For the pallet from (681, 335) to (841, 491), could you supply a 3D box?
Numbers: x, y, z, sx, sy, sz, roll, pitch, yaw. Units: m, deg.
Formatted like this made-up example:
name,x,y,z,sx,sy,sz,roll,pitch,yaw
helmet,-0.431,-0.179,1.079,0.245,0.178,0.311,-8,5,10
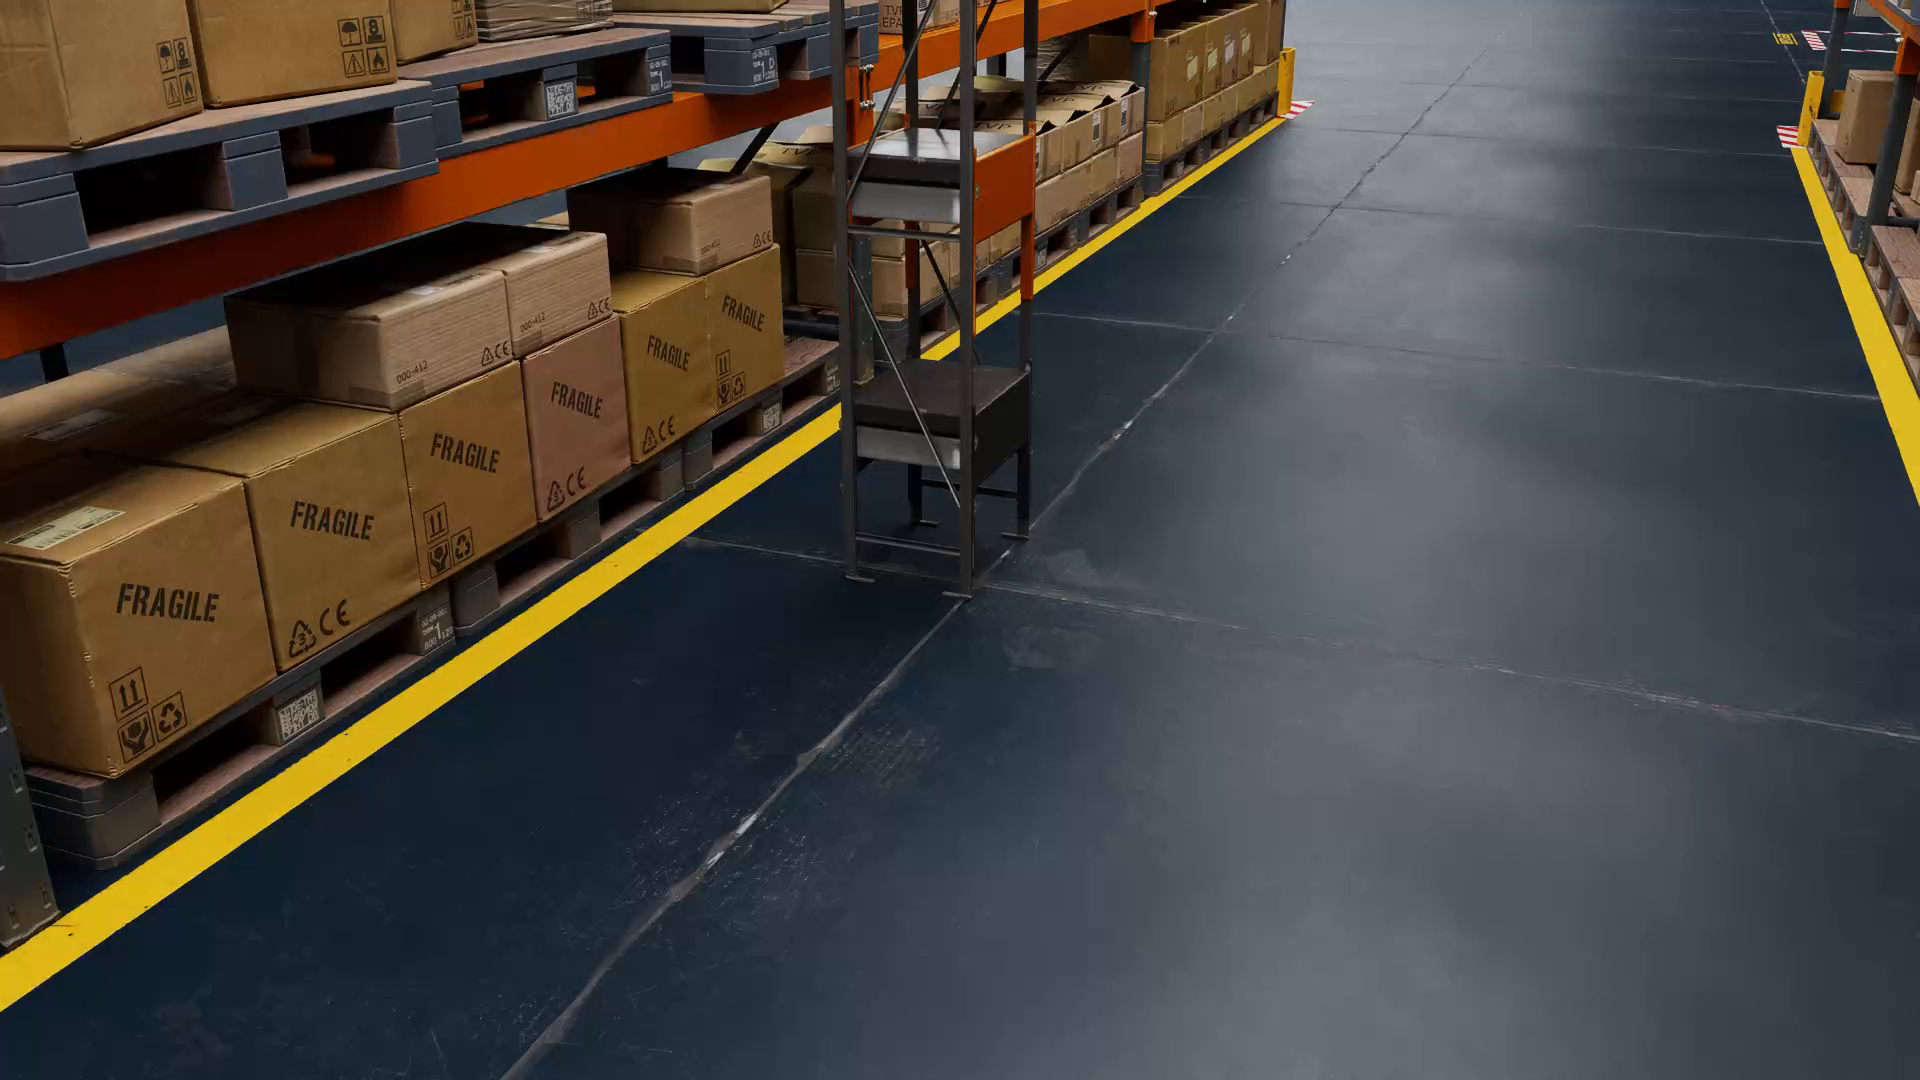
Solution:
name,x,y,z,sx,sy,sz,roll,pitch,yaw
pallet,-1.150,-0.544,6.279,1.003,0.211,1.213,9,24,20

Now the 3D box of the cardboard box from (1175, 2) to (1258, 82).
name,x,y,z,sx,sy,sz,roll,pitch,yaw
cardboard box,1.853,-3.632,12.103,0.500,0.500,0.500,9,24,20

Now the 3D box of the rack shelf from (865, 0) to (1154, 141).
name,x,y,z,sx,sy,sz,roll,pitch,yaw
rack shelf,-0.095,-2.476,8.220,1.077,0.370,4.000,9,24,20

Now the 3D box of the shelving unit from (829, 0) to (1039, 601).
name,x,y,z,sx,sy,sz,roll,pitch,yaw
shelving unit,-0.061,-0.910,4.703,0.431,2.100,0.503,9,24,20

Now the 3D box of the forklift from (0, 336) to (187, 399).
name,x,y,z,sx,sy,sz,roll,pitch,yaw
forklift,-3.347,-1.365,4.714,1.130,2.935,3.031,9,24,20

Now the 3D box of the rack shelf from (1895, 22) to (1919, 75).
name,x,y,z,sx,sy,sz,roll,pitch,yaw
rack shelf,4.506,-1.769,6.525,1.077,0.370,4.000,9,24,20

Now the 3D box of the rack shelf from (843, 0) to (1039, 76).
name,x,y,z,sx,sy,sz,roll,pitch,yaw
rack shelf,-0.062,-1.543,4.439,0.431,0.518,0.480,9,24,20

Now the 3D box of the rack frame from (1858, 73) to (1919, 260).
name,x,y,z,sx,sy,sz,roll,pitch,yaw
rack frame,5.249,-2.816,8.100,1.000,3.000,0.127,9,24,20

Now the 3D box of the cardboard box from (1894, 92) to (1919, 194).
name,x,y,z,sx,sy,sz,roll,pitch,yaw
cardboard box,5.597,-2.243,9.400,0.500,0.500,0.500,7,24,16

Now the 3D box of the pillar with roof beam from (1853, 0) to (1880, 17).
name,x,y,z,sx,sy,sz,roll,pitch,yaw
pillar with roof beam,7.738,-11.552,21.231,9.100,9.000,0.400,9,24,20

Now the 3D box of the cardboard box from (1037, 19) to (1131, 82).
name,x,y,z,sx,sy,sz,roll,pitch,yaw
cardboard box,0.814,-3.170,10.996,0.500,0.500,0.500,9,24,20

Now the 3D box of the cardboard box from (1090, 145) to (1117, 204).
name,x,y,z,sx,sy,sz,roll,pitch,yaw
cardboard box,0.573,-2.078,9.357,0.500,0.250,0.500,8,24,19

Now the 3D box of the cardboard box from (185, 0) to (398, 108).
name,x,y,z,sx,sy,sz,roll,pitch,yaw
cardboard box,-1.743,-1.294,3.781,0.700,0.500,0.500,13,26,28

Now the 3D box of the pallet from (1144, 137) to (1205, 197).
name,x,y,z,sx,sy,sz,roll,pitch,yaw
pallet,0.982,-2.516,10.999,1.003,0.211,1.213,9,24,20

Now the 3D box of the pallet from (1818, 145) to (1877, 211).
name,x,y,z,sx,sy,sz,roll,pitch,yaw
pallet,5.917,-2.213,10.274,1.003,0.211,1.213,9,24,20

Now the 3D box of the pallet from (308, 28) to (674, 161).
name,x,y,z,sx,sy,sz,roll,pitch,yaw
pallet,-1.556,-1.307,4.737,1.003,0.211,1.213,9,24,20

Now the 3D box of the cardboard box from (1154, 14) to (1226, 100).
name,x,y,z,sx,sy,sz,roll,pitch,yaw
cardboard box,1.482,-3.274,11.246,0.500,0.500,0.500,9,24,20

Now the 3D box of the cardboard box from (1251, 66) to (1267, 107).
name,x,y,z,sx,sy,sz,roll,pitch,yaw
cardboard box,2.034,-3.466,12.678,0.500,0.250,0.500,9,24,20

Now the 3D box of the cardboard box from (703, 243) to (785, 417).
name,x,y,z,sx,sy,sz,roll,pitch,yaw
cardboard box,-0.967,-0.774,5.883,0.500,0.500,0.500,10,25,22

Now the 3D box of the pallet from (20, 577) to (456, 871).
name,x,y,z,sx,sy,sz,roll,pitch,yaw
pallet,-2.057,0.329,4.189,1.003,0.211,1.213,9,24,20

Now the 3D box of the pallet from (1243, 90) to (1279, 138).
name,x,y,z,sx,sy,sz,roll,pitch,yaw
pallet,1.889,-3.389,13.090,1.003,0.211,1.213,9,24,20

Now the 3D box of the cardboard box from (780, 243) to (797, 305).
name,x,y,z,sx,sy,sz,roll,pitch,yaw
cardboard box,-0.869,-1.241,7.351,0.500,0.250,0.500,9,24,21

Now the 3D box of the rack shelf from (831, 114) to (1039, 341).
name,x,y,z,sx,sy,sz,roll,pitch,yaw
rack shelf,-0.061,-0.897,4.709,0.431,0.518,0.480,9,24,20

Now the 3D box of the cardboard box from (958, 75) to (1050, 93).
name,x,y,z,sx,sy,sz,roll,pitch,yaw
cardboard box,0.263,-2.596,9.867,0.500,0.311,0.500,9,24,20

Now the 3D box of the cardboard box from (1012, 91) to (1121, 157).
name,x,y,z,sx,sy,sz,roll,pitch,yaw
cardboard box,0.576,-2.335,9.243,0.500,0.311,0.500,9,24,22

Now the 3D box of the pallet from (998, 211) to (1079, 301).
name,x,y,z,sx,sy,sz,roll,pitch,yaw
pallet,-0.041,-1.530,8.639,1.003,0.211,1.213,9,24,20

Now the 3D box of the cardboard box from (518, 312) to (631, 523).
name,x,y,z,sx,sy,sz,roll,pitch,yaw
cardboard box,-1.349,-0.400,4.988,0.500,0.500,0.500,8,24,18

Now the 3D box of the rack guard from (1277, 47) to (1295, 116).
name,x,y,z,sx,sy,sz,roll,pitch,yaw
rack guard,2.143,-3.811,13.724,1.175,0.500,0.348,9,24,20

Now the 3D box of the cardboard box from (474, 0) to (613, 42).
name,x,y,z,sx,sy,sz,roll,pitch,yaw
cardboard box,-1.484,-1.791,4.972,0.700,0.500,0.500,14,26,30

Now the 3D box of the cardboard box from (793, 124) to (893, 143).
name,x,y,z,sx,sy,sz,roll,pitch,yaw
cardboard box,-0.495,-1.866,8.121,0.500,0.311,0.500,9,24,20

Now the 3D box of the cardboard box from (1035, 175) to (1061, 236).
name,x,y,z,sx,sy,sz,roll,pitch,yaw
cardboard box,0.194,-1.713,8.483,0.500,0.250,0.500,9,24,21

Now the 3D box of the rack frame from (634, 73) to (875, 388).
name,x,y,z,sx,sy,sz,roll,pitch,yaw
rack frame,-0.838,-2.093,6.368,1.000,3.000,0.127,9,24,20

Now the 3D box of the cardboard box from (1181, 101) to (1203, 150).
name,x,y,z,sx,sy,sz,roll,pitch,yaw
cardboard box,1.292,-2.750,10.964,0.500,0.250,0.500,9,24,20

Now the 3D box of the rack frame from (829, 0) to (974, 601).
name,x,y,z,sx,sy,sz,roll,pitch,yaw
rack frame,-0.152,-0.822,4.494,0.400,2.100,0.015,9,24,20

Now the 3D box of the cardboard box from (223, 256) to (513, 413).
name,x,y,z,sx,sy,sz,roll,pitch,yaw
cardboard box,-1.546,-0.553,4.381,0.500,0.250,0.500,9,24,20

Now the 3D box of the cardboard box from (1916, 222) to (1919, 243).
name,x,y,z,sx,sy,sz,roll,pitch,yaw
cardboard box,4.991,-1.600,7.861,0.700,0.500,0.500,10,25,22

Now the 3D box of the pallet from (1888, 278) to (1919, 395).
name,x,y,z,sx,sy,sz,roll,pitch,yaw
pallet,4.509,-0.813,6.921,1.003,0.211,1.213,9,24,20

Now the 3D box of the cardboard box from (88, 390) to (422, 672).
name,x,y,z,sx,sy,sz,roll,pitch,yaw
cardboard box,-1.730,-0.041,4.130,0.500,0.500,0.500,9,24,21

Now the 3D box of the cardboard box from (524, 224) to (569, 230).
name,x,y,z,sx,sy,sz,roll,pitch,yaw
cardboard box,-1.462,-0.832,6.023,0.500,0.500,0.500,8,24,18

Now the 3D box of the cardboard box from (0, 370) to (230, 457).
name,x,y,z,sx,sy,sz,roll,pitch,yaw
cardboard box,-2.215,-0.104,4.280,0.500,0.500,0.500,9,24,20

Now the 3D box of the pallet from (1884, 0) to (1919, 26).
name,x,y,z,sx,sy,sz,roll,pitch,yaw
pallet,4.830,-2.475,7.532,1.003,0.211,1.213,9,24,20

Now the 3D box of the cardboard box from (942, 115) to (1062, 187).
name,x,y,z,sx,sy,sz,roll,pitch,yaw
cardboard box,0.199,-1.977,8.387,0.500,0.311,0.500,8,24,19

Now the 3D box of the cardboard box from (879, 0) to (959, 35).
name,x,y,z,sx,sy,sz,roll,pitch,yaw
cardboard box,-0.326,-2.344,7.085,0.500,0.311,0.500,8,24,19

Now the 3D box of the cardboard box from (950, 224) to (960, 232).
name,x,y,z,sx,sy,sz,roll,pitch,yaw
cardboard box,-0.183,-1.611,7.510,0.500,0.311,0.500,8,24,19

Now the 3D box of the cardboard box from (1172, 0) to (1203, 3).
name,x,y,z,sx,sy,sz,roll,pitch,yaw
cardboard box,1.544,-3.887,12.714,0.500,0.500,0.500,9,24,20

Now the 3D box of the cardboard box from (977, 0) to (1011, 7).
name,x,y,z,sx,sy,sz,roll,pitch,yaw
cardboard box,-0.034,-2.930,8.243,0.500,0.500,0.500,9,24,20

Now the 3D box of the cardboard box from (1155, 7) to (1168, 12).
name,x,y,z,sx,sy,sz,roll,pitch,yaw
cardboard box,1.168,-3.530,11.859,0.500,0.500,0.500,9,24,20

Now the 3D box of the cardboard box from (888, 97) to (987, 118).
name,x,y,z,sx,sy,sz,roll,pitch,yaw
cardboard box,-0.119,-2.232,8.996,0.500,0.311,0.500,8,24,18

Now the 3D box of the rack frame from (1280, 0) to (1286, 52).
name,x,y,z,sx,sy,sz,roll,pitch,yaw
rack frame,2.134,-4.955,13.222,1.000,3.000,0.127,9,24,20

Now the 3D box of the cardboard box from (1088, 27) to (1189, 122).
name,x,y,z,sx,sy,sz,roll,pitch,yaw
cardboard box,1.111,-2.916,10.389,0.500,0.500,0.500,9,24,20

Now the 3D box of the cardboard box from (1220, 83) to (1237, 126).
name,x,y,z,sx,sy,sz,roll,pitch,yaw
cardboard box,1.663,-3.108,11.821,0.500,0.250,0.500,9,24,20

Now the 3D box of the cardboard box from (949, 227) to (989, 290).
name,x,y,z,sx,sy,sz,roll,pitch,yaw
cardboard box,-0.185,-1.343,7.596,0.500,0.250,0.500,8,24,19

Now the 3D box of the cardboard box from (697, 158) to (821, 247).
name,x,y,z,sx,sy,sz,roll,pitch,yaw
cardboard box,-0.872,-1.499,7.242,0.500,0.311,0.500,9,24,21

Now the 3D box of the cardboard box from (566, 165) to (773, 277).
name,x,y,z,sx,sy,sz,roll,pitch,yaw
cardboard box,-0.984,-1.099,5.689,0.500,0.250,0.500,10,25,22
